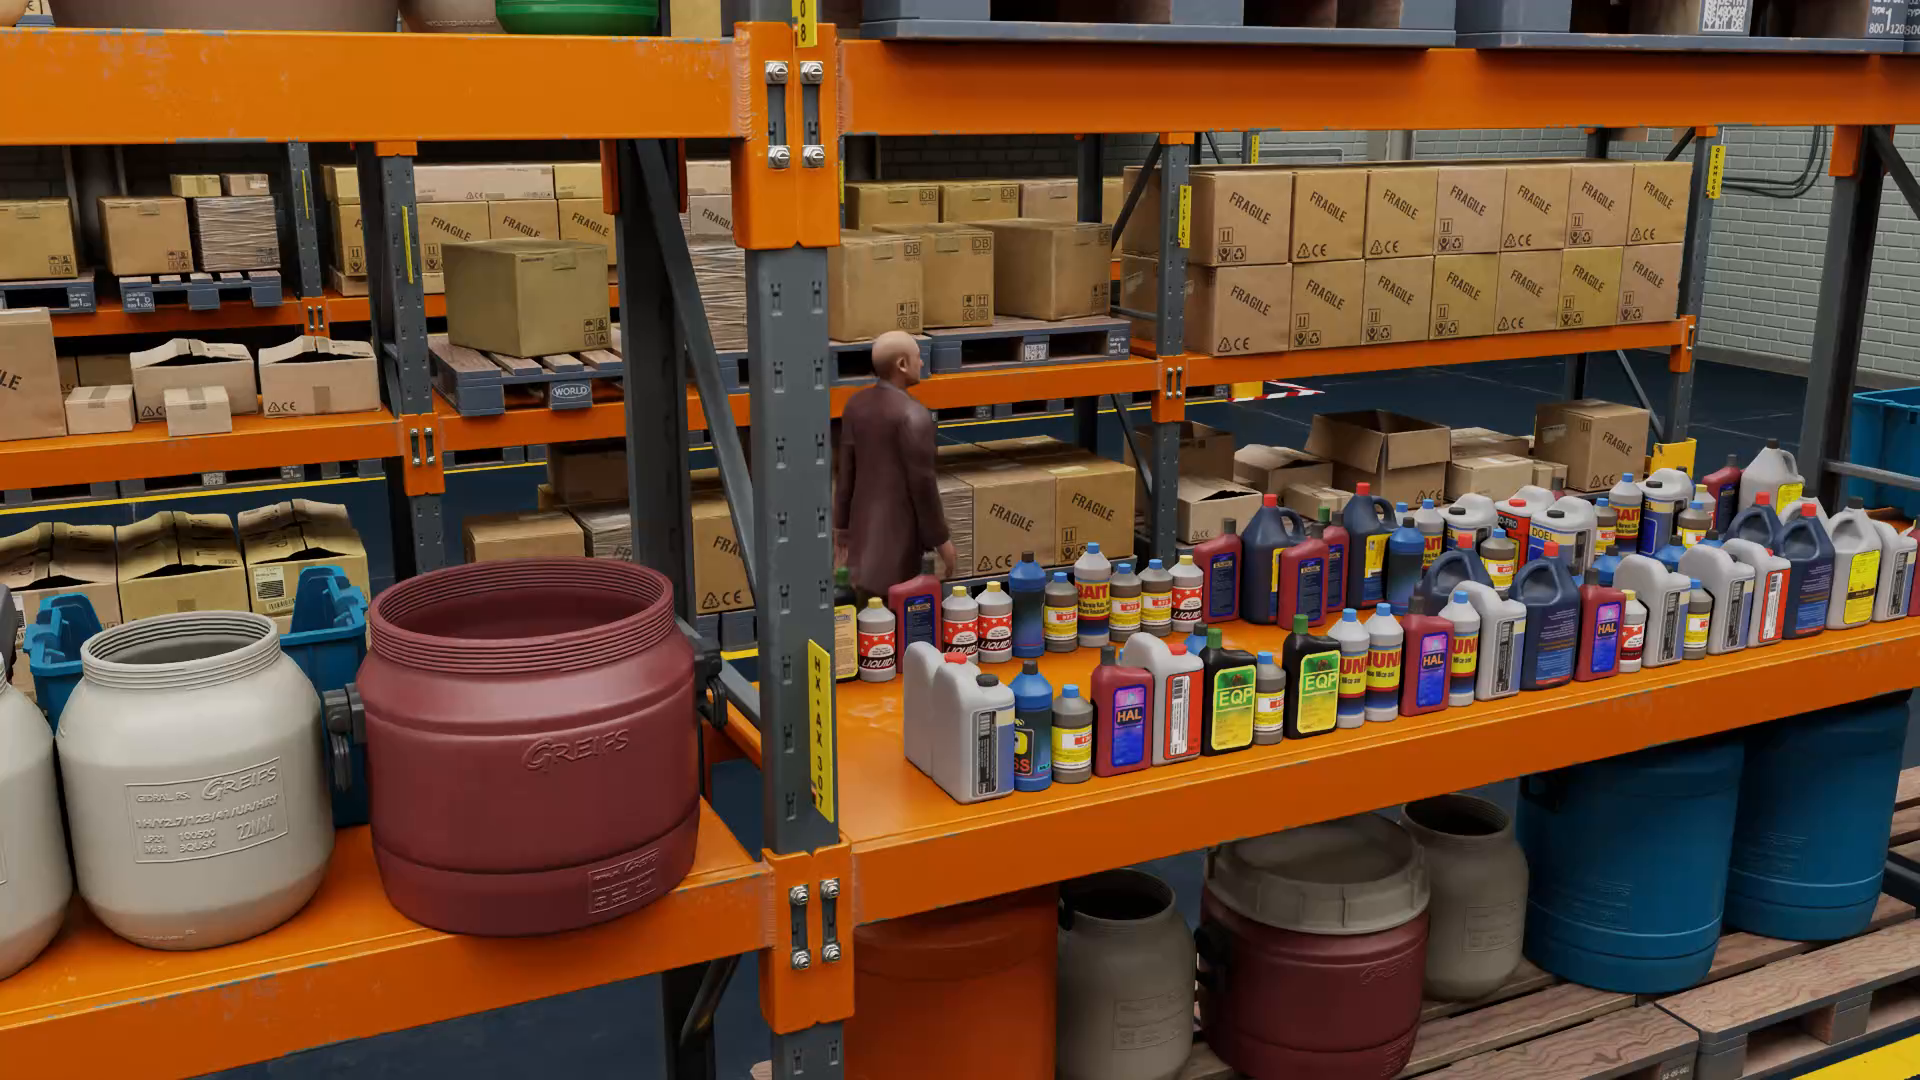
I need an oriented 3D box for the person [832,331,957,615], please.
[{"bbox_3d":[-0.323,-0.028,7.177,1.126,1.734,0.607,-8,17,-28],"label":"person"}]
